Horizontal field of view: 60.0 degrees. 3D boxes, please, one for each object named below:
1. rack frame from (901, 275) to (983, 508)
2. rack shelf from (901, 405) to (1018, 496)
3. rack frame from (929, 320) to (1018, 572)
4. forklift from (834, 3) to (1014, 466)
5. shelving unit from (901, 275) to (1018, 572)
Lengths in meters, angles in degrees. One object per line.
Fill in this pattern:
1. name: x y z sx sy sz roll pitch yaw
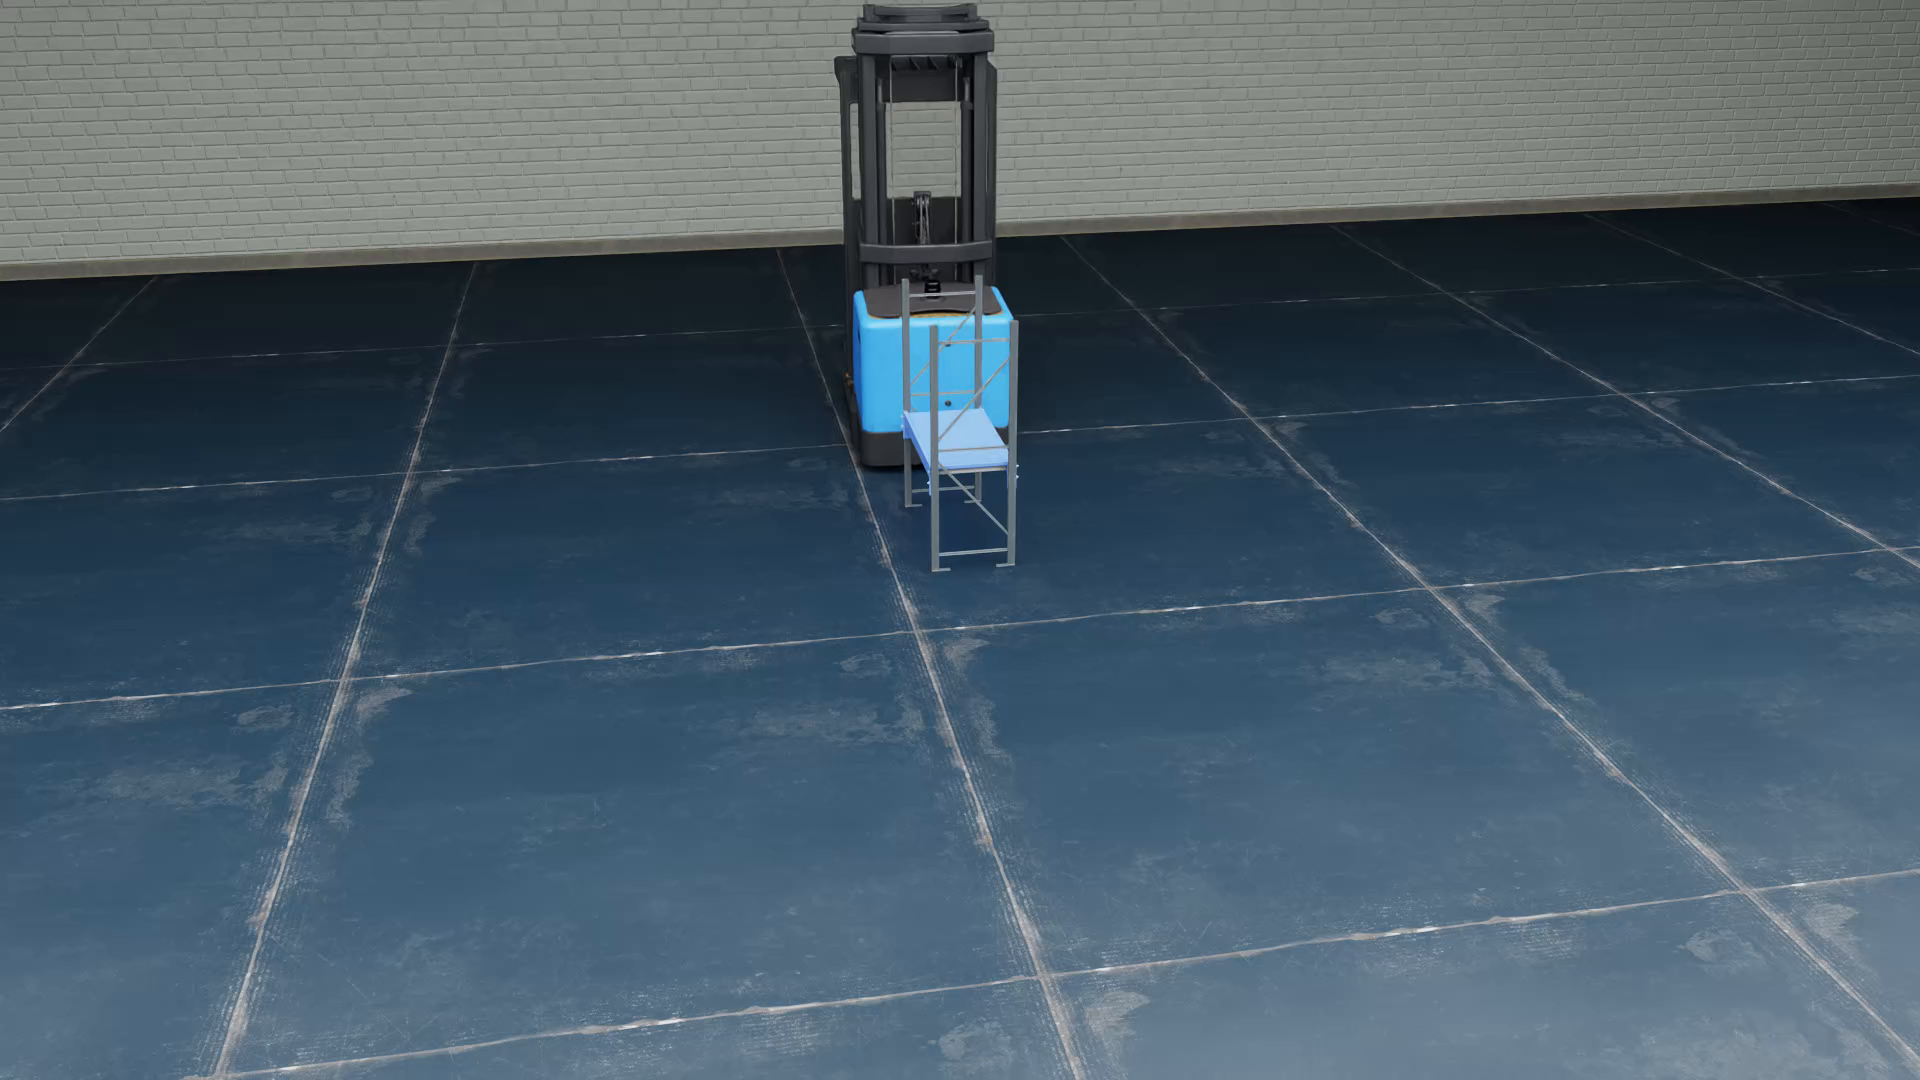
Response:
1. rack frame: -0.110 -0.921 10.484 0.500 1.500 0.032 -4 24 -10
2. rack shelf: -0.016 -0.556 10.099 0.538 0.185 1.000 -4 24 -10
3. rack frame: 0.078 -0.521 9.569 0.500 1.500 0.032 -4 24 -10
4. forklift: -0.318 -2.395 12.072 1.130 2.935 3.031 -3 24 -6
5. shelving unit: -0.016 -0.721 10.027 0.538 1.500 1.048 -4 24 -10
